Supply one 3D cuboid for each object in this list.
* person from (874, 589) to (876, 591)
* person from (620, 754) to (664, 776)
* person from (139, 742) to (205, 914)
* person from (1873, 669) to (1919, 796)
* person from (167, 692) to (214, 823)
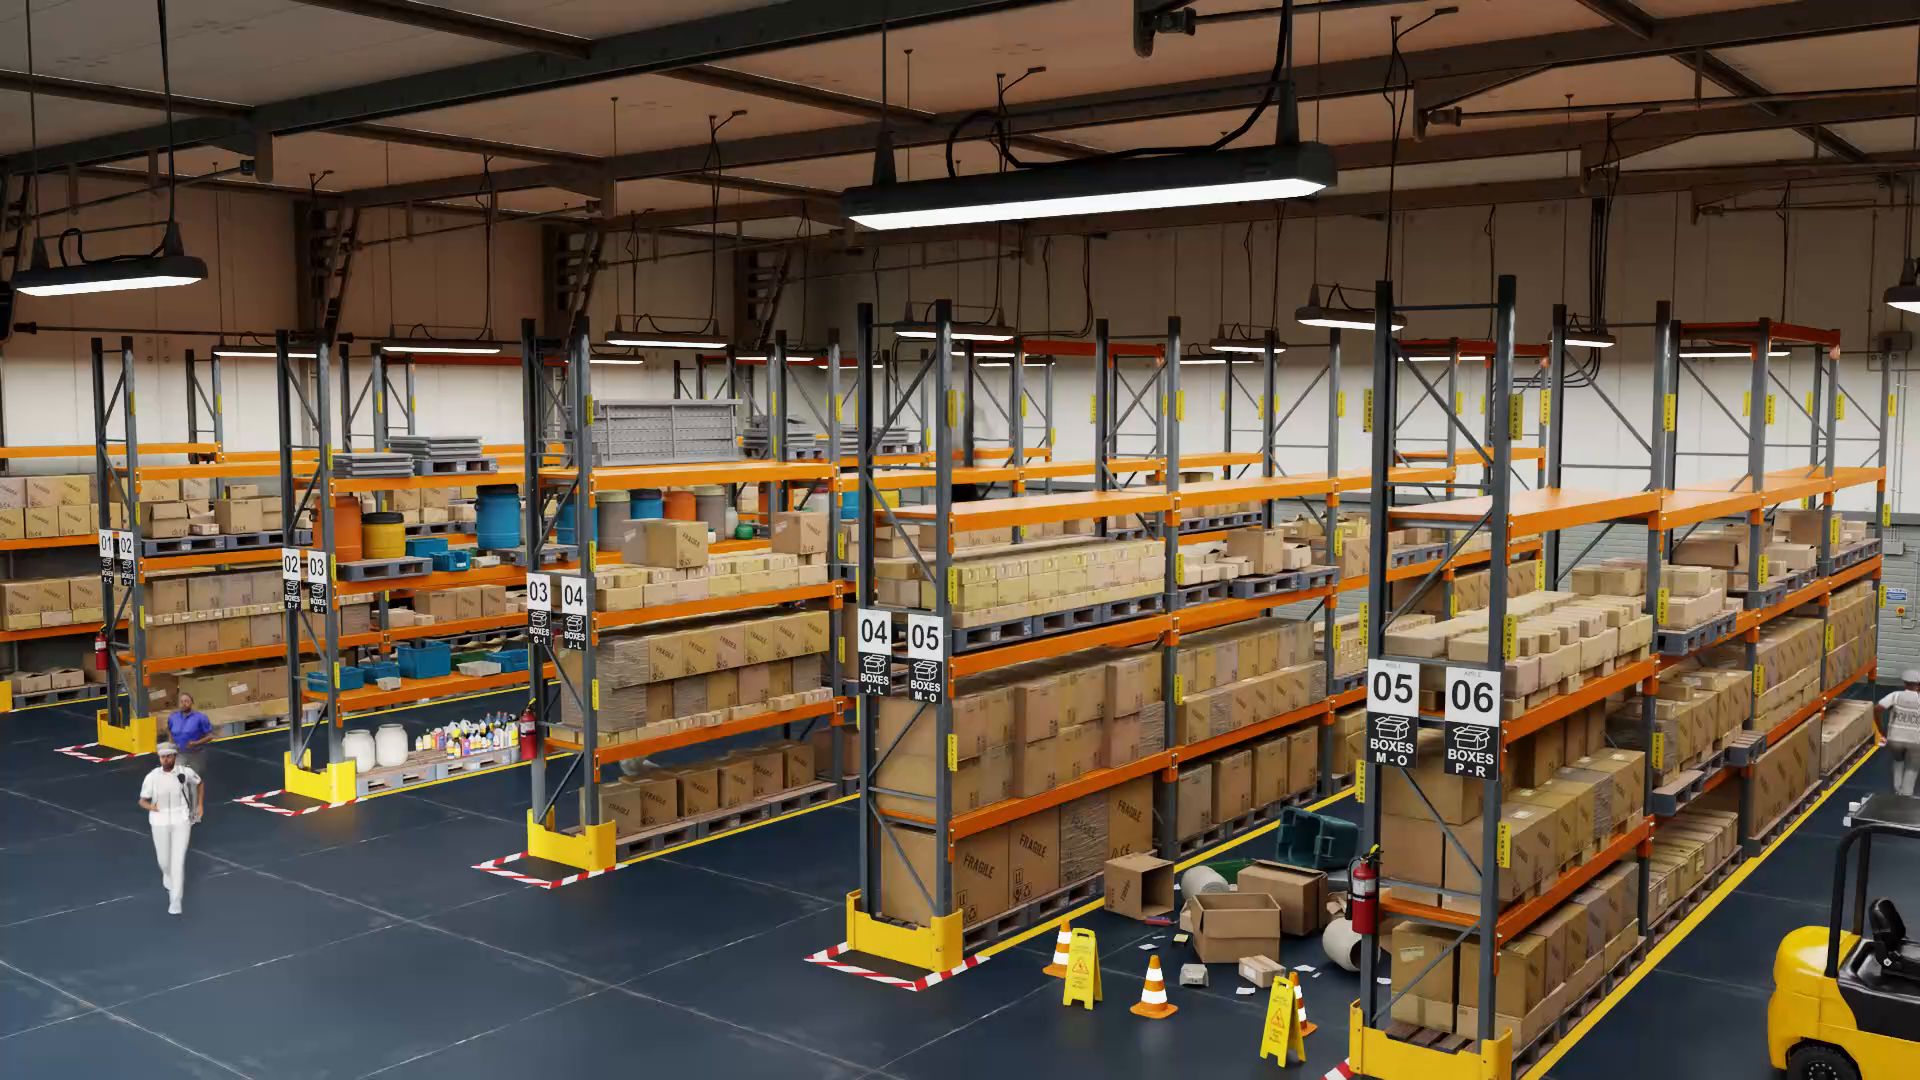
[{"bbox_3d":[-1.884,1.281,34.753,0.673,1.747,0.612,3,6,30],"label":"person"},{"bbox_3d":[-4.117,2.502,21.424,0.605,1.602,0.578,4,6,38],"label":"person"},{"bbox_3d":[-7.942,2.841,16.749,0.589,1.641,1.044,-2,5,-20],"label":"person"},{"bbox_3d":[11.809,2.505,20.746,0.671,1.809,0.737,5,7,42],"label":"person"},{"bbox_3d":[-9.153,2.631,19.762,0.554,1.677,0.705,-1,5,-15],"label":"person"}]
